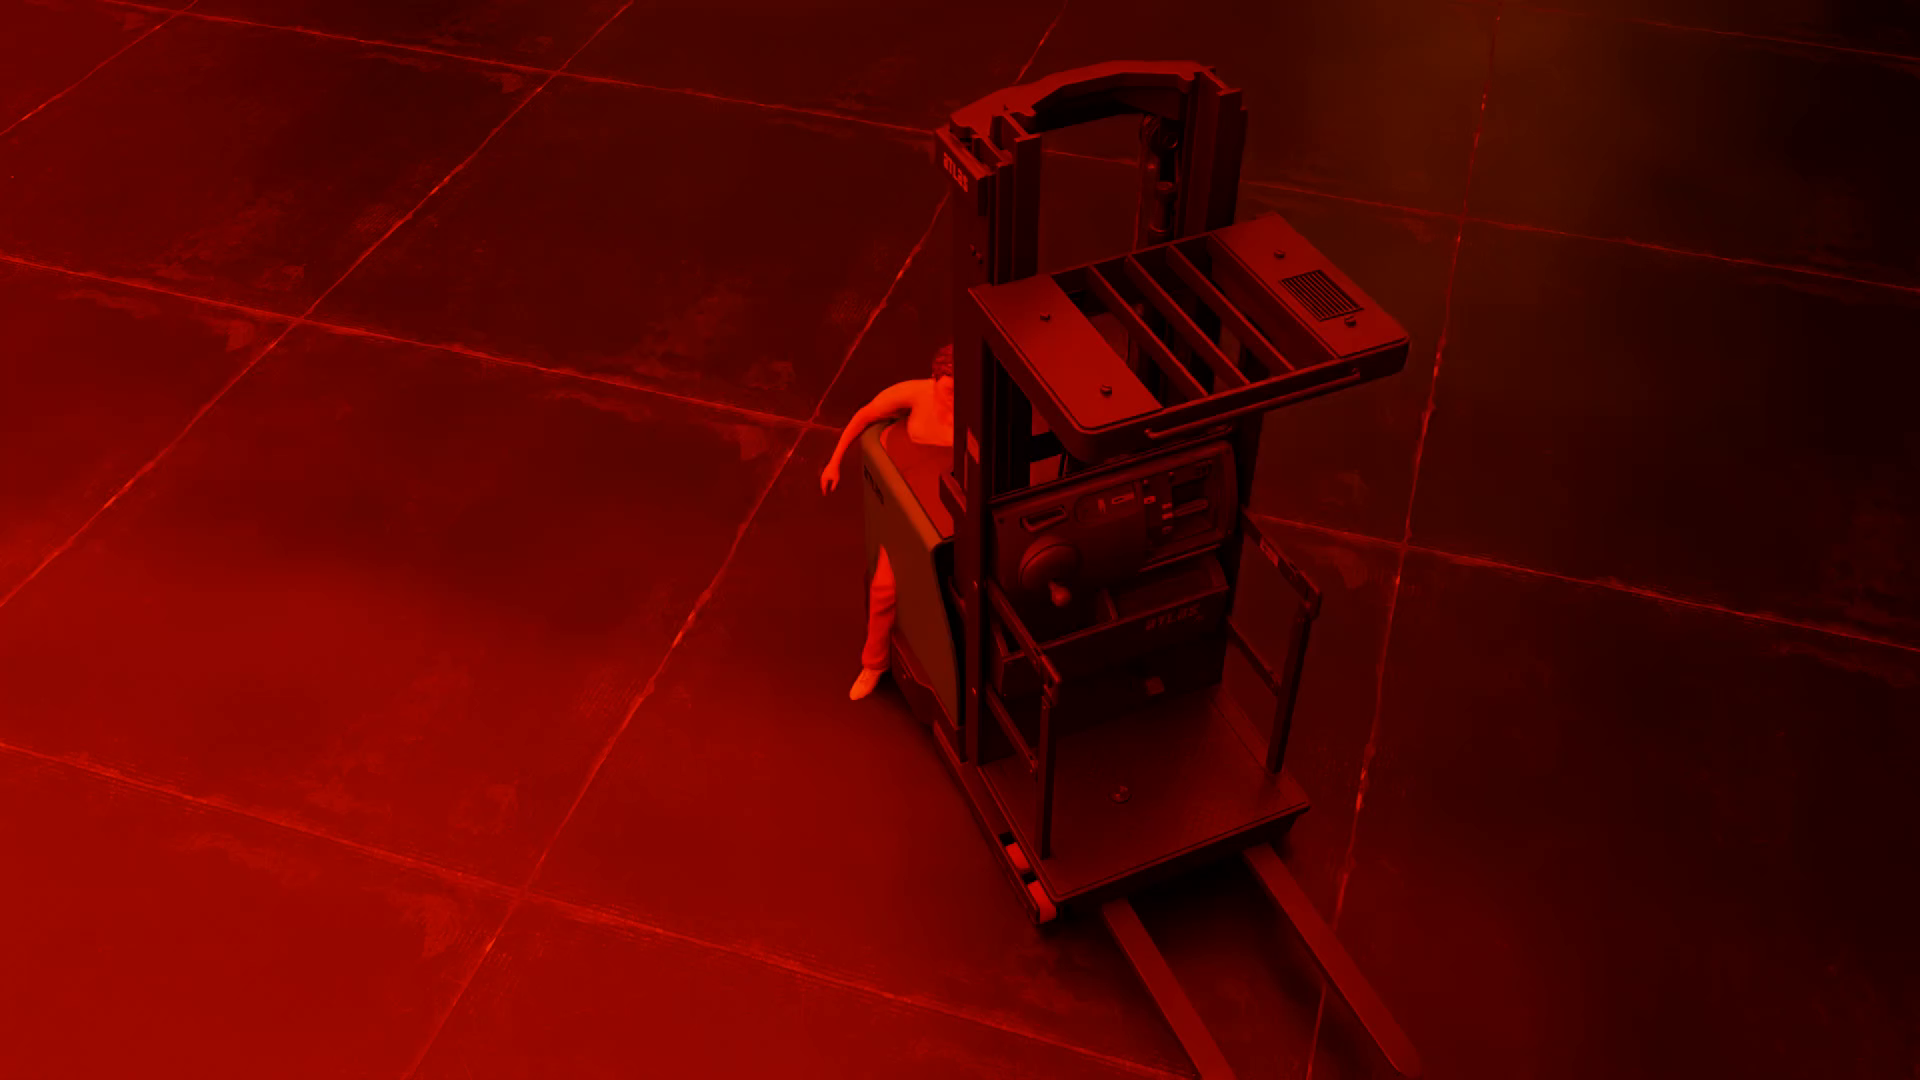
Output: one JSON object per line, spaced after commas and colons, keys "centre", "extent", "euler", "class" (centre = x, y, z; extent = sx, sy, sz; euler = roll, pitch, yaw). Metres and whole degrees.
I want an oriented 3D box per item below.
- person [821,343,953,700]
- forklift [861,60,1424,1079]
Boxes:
{"centre": [-0.159, -0.074, 6.833], "extent": [0.874, 1.549, 0.716], "euler": [6, 43, 6], "class": "person"}
{"centre": [0.641, 0.035, 5.651], "extent": [1.130, 2.935, 3.031], "euler": [-17, 46, -17], "class": "forklift"}
